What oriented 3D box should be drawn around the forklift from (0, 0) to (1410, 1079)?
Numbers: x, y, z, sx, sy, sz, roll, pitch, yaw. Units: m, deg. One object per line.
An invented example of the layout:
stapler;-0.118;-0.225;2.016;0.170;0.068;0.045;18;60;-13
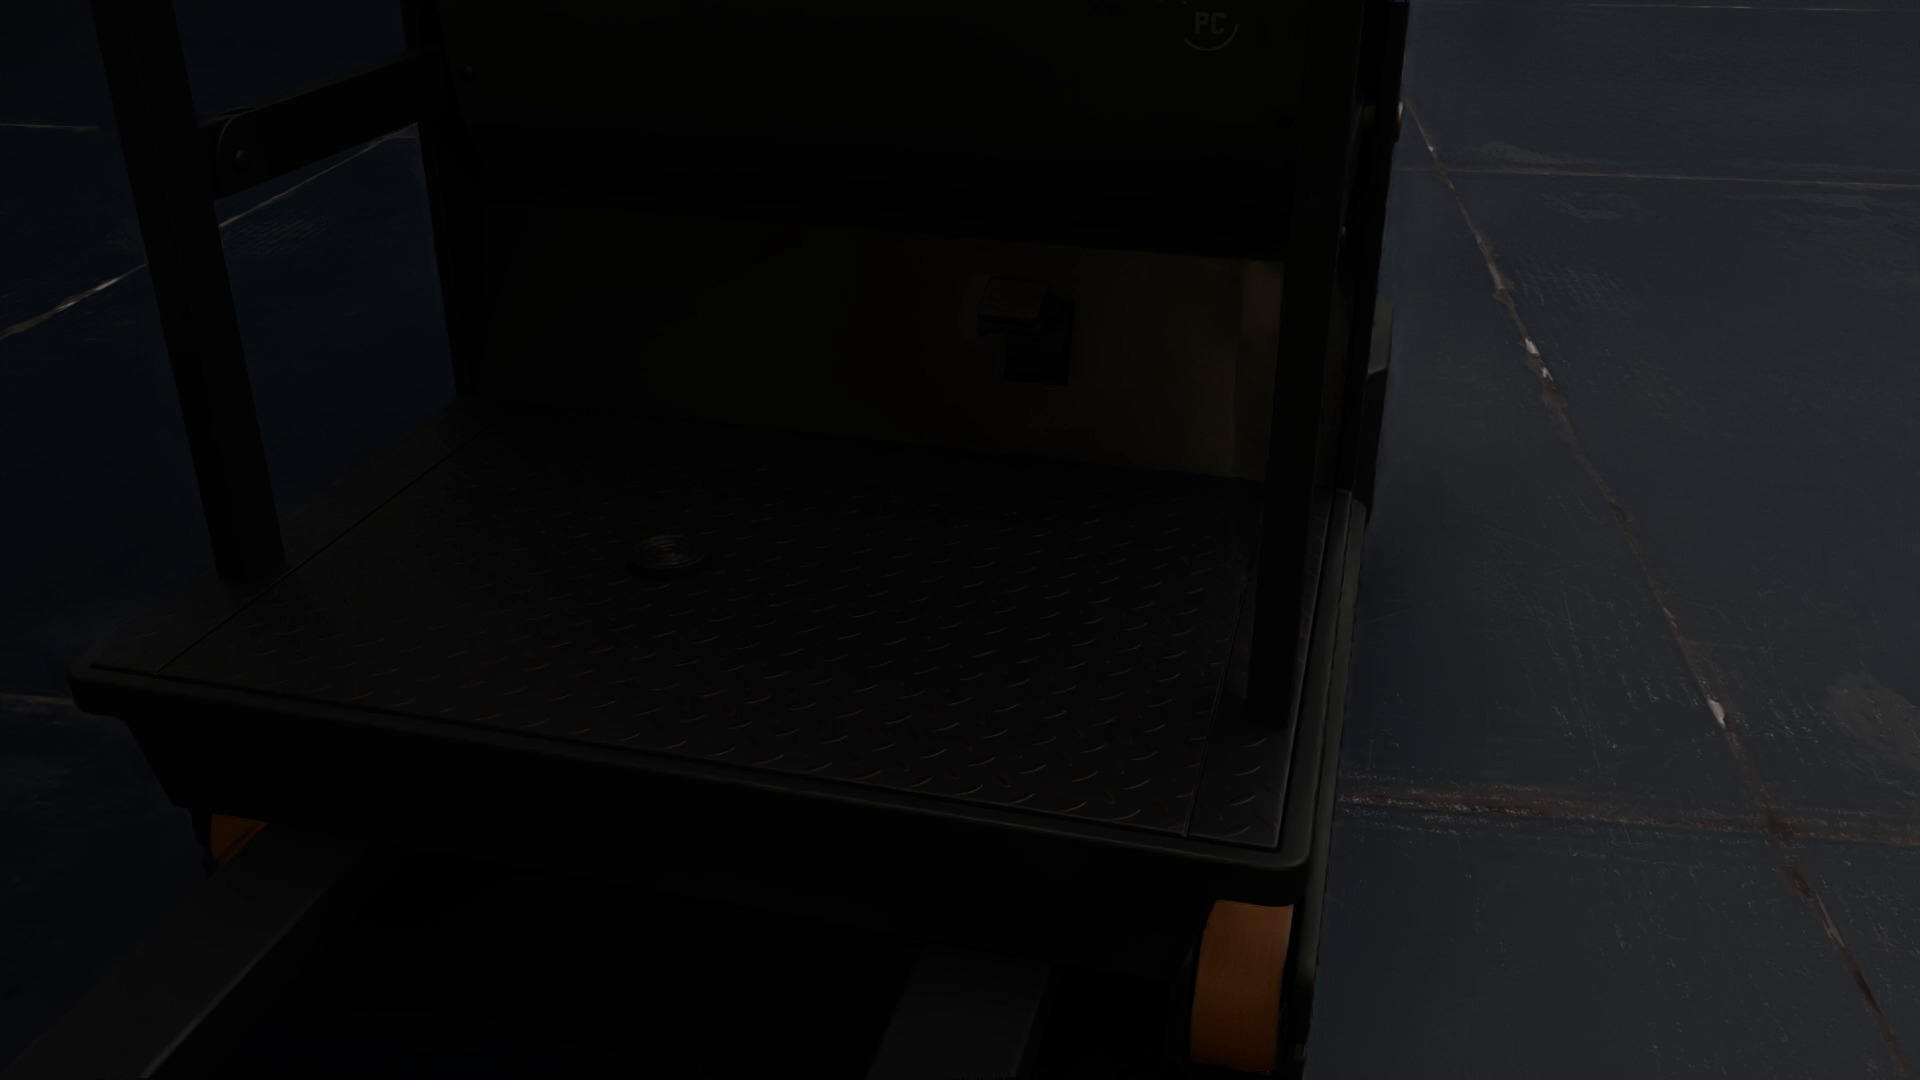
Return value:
forklift;-0.149;-1.017;1.255;1.130;2.935;3.031;7;27;13
